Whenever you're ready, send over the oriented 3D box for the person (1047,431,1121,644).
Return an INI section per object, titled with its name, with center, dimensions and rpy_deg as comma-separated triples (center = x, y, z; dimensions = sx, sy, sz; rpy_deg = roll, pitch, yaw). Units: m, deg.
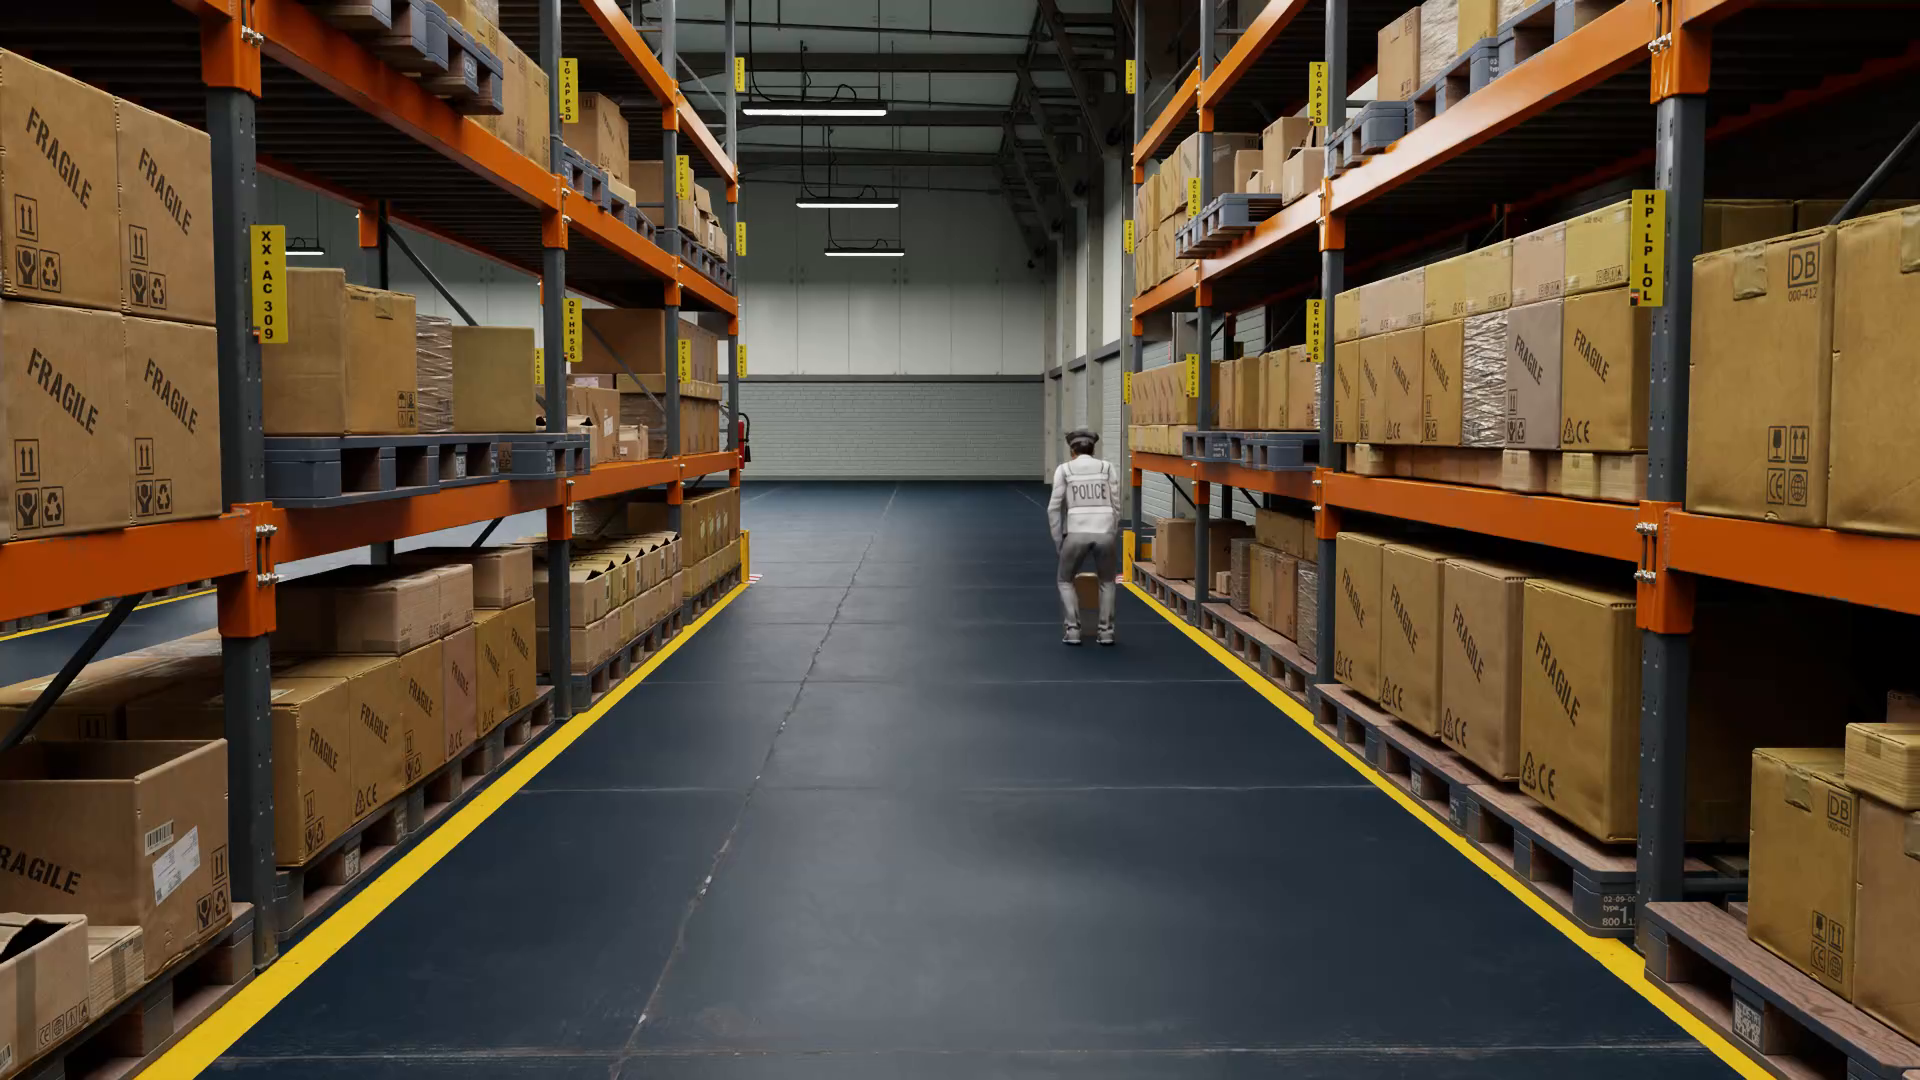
[person]
center = 0.888, -0.016, 11.885
dimensions = 0.526, 1.522, 0.591
rpy_deg = 0, 4, -1
